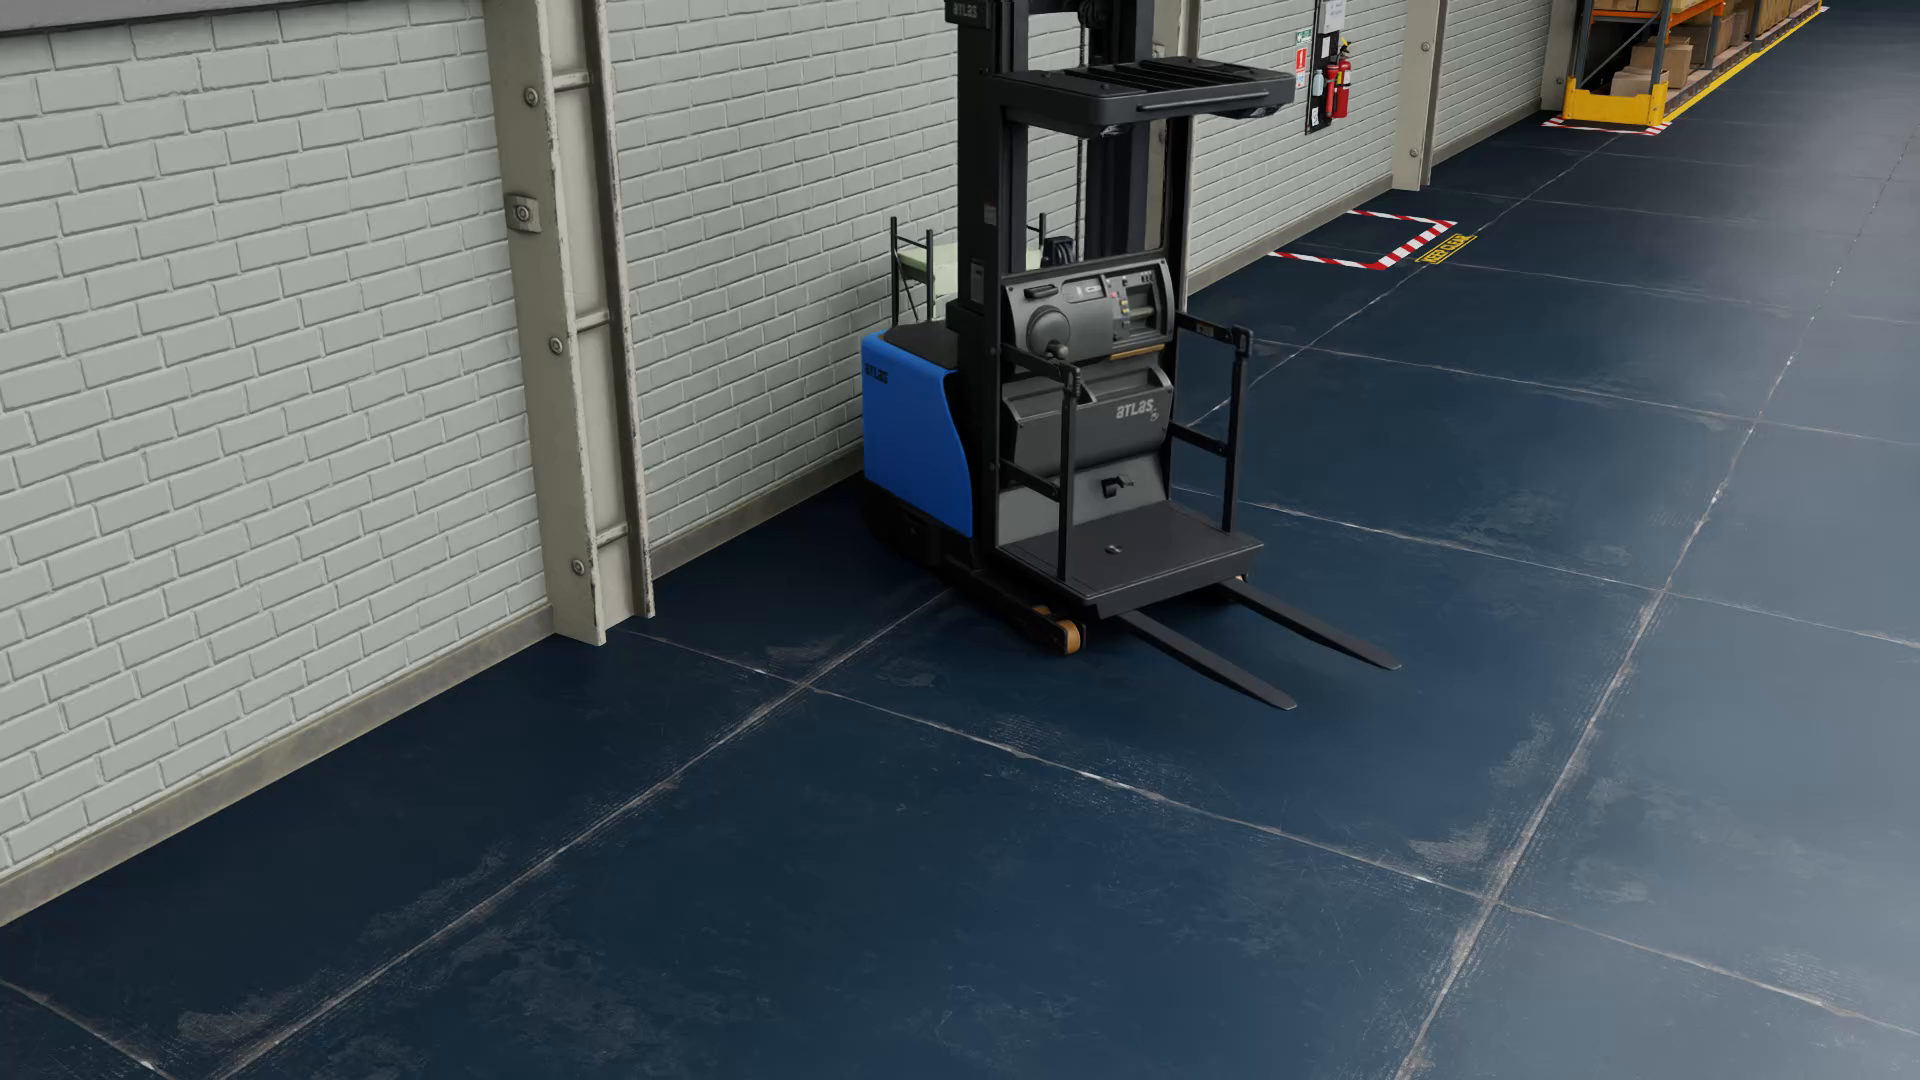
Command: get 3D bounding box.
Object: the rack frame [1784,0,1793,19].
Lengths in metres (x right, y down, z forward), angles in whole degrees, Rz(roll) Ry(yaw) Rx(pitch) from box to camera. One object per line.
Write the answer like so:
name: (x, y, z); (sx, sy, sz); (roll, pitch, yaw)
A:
rack frame: (14.507, -10.696, 29.681); (1.000, 3.000, 0.127); (14, 27, 29)

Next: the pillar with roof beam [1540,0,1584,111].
pillar with roof beam: (11.469, -8.914, 18.014); (9.100, 9.000, 0.400); (14, 27, 29)

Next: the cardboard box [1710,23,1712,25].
cardboard box: (10.891, -7.487, 24.862); (0.700, 0.500, 0.500); (13, 27, 28)

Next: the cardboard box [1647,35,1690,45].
cardboard box: (9.774, -6.692, 23.024); (0.500, 0.500, 0.500); (12, 26, 25)

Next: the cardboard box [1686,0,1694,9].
cardboard box: (8.966, -6.862, 20.989); (0.500, 0.250, 0.500); (13, 27, 27)

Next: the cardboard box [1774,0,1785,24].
cardboard box: (13.808, -9.355, 28.760); (0.750, 0.750, 0.750); (15, 27, 31)

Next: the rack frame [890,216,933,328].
rack frame: (-0.260, -1.007, 9.187); (0.023, 1.500, 0.400); (-15, 27, -30)

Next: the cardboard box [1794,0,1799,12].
cardboard box: (15.256, -10.141, 31.017); (0.700, 0.500, 0.500); (14, 27, 28)

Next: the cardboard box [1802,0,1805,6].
cardboard box: (15.804, -10.495, 31.836); (0.700, 0.500, 0.500); (13, 27, 27)

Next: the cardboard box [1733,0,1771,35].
cardboard box: (12.896, -8.772, 27.416); (0.750, 0.750, 0.750); (13, 27, 28)

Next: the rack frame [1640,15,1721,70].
rack frame: (10.287, -7.996, 23.444); (1.000, 3.000, 0.127); (14, 27, 29)

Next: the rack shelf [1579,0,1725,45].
rack shelf: (9.232, -6.990, 22.027); (1.077, 0.370, 4.000); (14, 27, 29)

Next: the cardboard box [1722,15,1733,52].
cardboard box: (11.453, -7.823, 25.638); (0.700, 0.500, 0.500); (14, 27, 29)

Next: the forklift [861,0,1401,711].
forklift: (0.724, -1.035, 7.450); (1.130, 2.935, 3.031); (-15, 28, -31)

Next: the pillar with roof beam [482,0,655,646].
pillar with roof beam: (1.974, -2.839, 3.980); (9.100, 9.000, 0.400); (14, 27, 29)

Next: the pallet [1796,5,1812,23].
pallet: (15.617, -10.070, 31.745); (1.003, 0.211, 1.213); (14, 27, 29)

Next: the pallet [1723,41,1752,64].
pallet: (11.984, -7.802, 26.508); (1.003, 0.211, 1.213); (14, 27, 29)

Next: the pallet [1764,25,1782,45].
pallet: (13.521, -8.726, 28.642); (1.003, 0.211, 1.213); (14, 27, 29)

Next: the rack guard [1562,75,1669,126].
rack guard: (8.217, -5.524, 20.881); (1.175, 0.500, 0.348); (14, 27, 29)

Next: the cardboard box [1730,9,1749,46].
cardboard box: (12.062, -8.146, 26.385); (0.700, 0.500, 0.500); (14, 27, 30)

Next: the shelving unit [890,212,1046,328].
shelving unit: (0.046, -1.087, 9.372); (0.755, 1.500, 0.431); (-15, 27, -30)

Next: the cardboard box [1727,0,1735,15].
cardboard box: (11.708, -8.311, 25.822); (0.500, 0.250, 0.500); (14, 27, 30)

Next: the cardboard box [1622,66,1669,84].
cardboard box: (8.919, -6.021, 21.712); (0.500, 0.311, 0.500); (16, 28, 33)

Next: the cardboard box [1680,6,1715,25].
cardboard box: (10.891, -7.796, 24.631); (0.500, 0.250, 0.500); (13, 27, 28)

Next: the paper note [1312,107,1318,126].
paper note: (3.159, -3.762, 14.774); (0.016, 0.148, 0.142); (14, 27, 29)

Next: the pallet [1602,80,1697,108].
pallet: (9.320, -6.068, 22.502); (1.003, 0.211, 1.213); (14, 27, 29)

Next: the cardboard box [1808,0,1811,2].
cardboard box: (16.333, -10.834, 32.618); (0.700, 0.500, 0.500); (14, 27, 29)

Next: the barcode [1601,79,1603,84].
barcode: (8.288, -5.922, 21.474); (0.001, 0.075, 0.075); (14, 27, 29)

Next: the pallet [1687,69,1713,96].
pallet: (9.963, -6.482, 23.457); (1.003, 0.211, 1.213); (14, 27, 29)

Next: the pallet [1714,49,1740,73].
pallet: (11.339, -7.392, 25.560); (1.003, 0.211, 1.213); (14, 27, 29)

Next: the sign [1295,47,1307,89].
sign: (2.931, -4.063, 14.315); (0.001, 0.329, 0.234); (14, 27, 29)

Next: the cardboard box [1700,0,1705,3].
cardboard box: (9.508, -7.203, 21.777); (0.500, 0.250, 0.500); (14, 27, 29)
